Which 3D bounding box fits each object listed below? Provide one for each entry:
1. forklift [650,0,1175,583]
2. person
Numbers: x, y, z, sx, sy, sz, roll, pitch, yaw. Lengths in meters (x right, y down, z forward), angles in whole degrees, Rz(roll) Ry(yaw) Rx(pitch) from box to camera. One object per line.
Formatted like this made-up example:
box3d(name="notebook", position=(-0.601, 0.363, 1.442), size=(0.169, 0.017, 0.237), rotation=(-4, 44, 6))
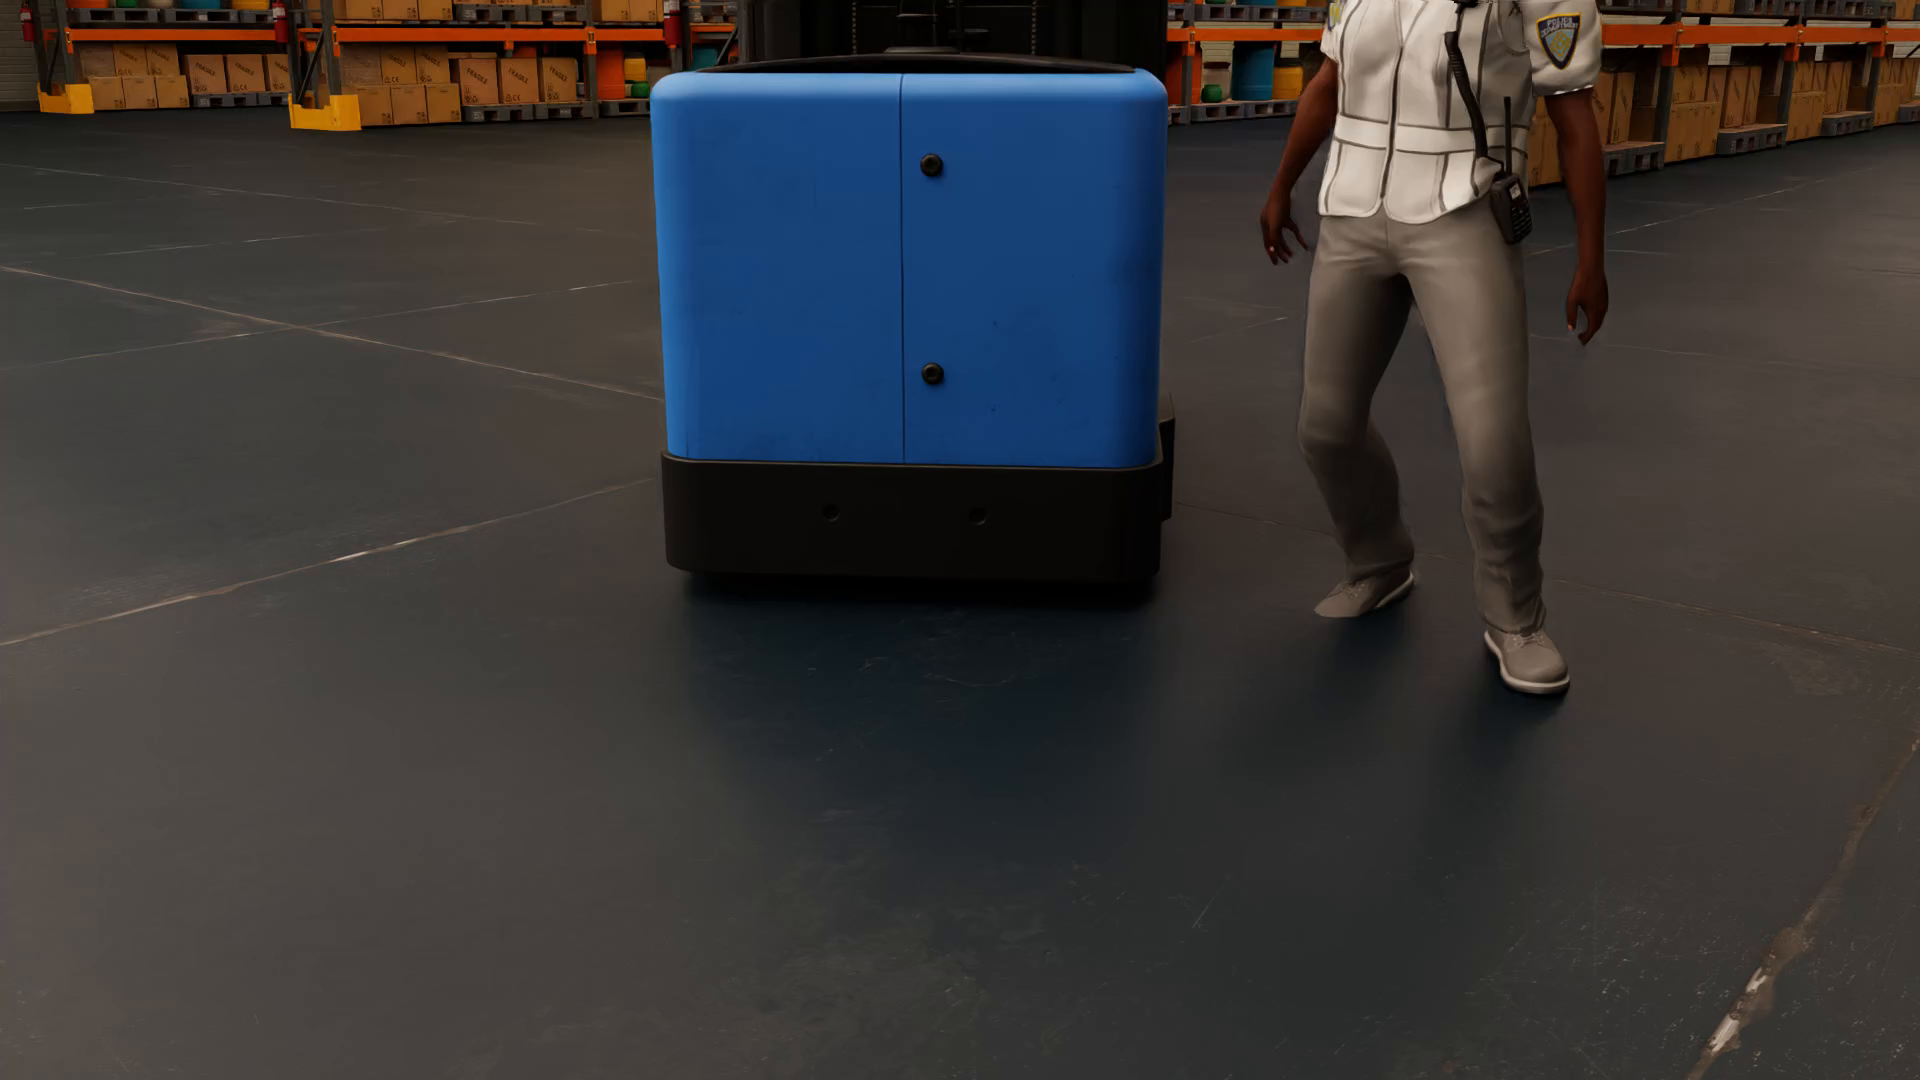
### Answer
box3d(name="forklift", position=(0.013, -1.693, 4.472), size=(1.130, 2.935, 3.031), rotation=(1, 17, 5))
box3d(name="person", position=(0.880, -0.557, 3.121), size=(0.454, 1.646, 0.792), rotation=(-16, 23, -42))
